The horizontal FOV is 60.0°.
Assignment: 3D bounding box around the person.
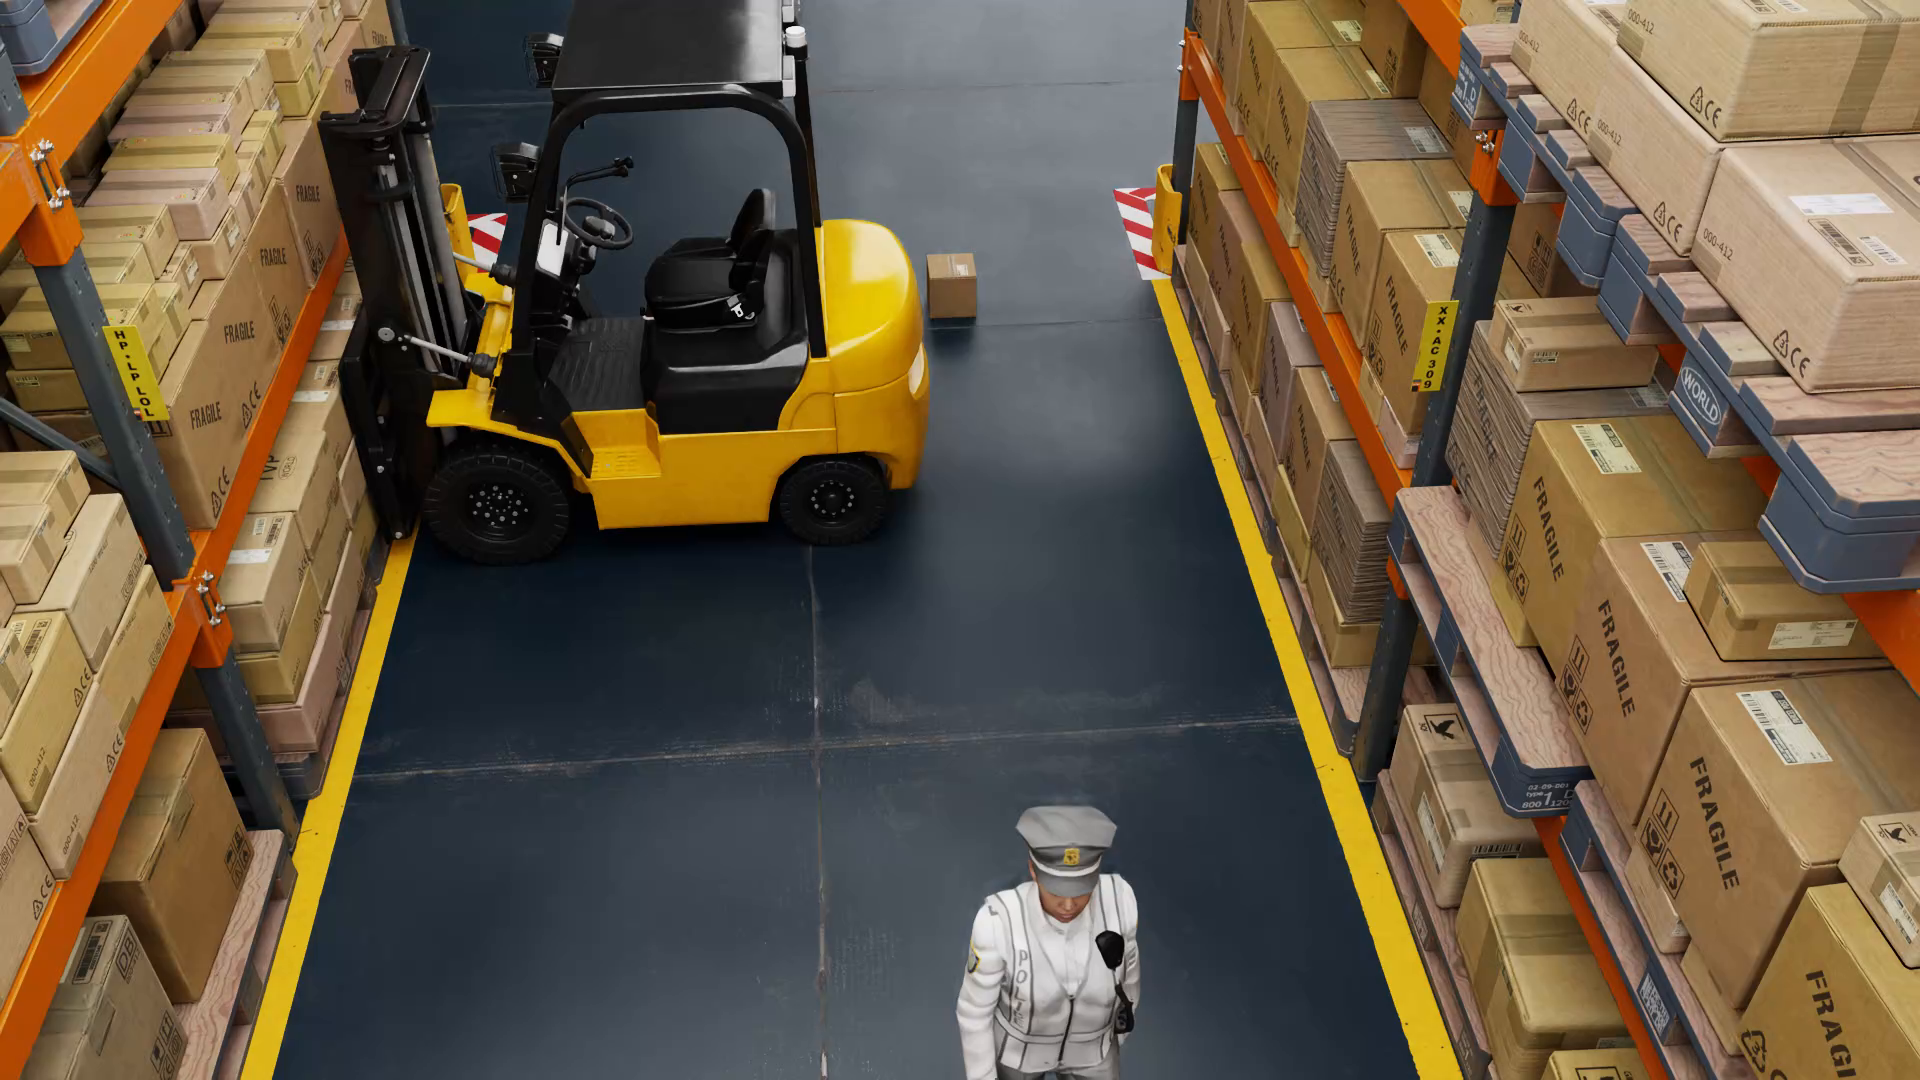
[{"bbox_3d":[0.256,1.396,4.430,0.525,1.695,0.810,-5,40,-6],"label":"person"}]
